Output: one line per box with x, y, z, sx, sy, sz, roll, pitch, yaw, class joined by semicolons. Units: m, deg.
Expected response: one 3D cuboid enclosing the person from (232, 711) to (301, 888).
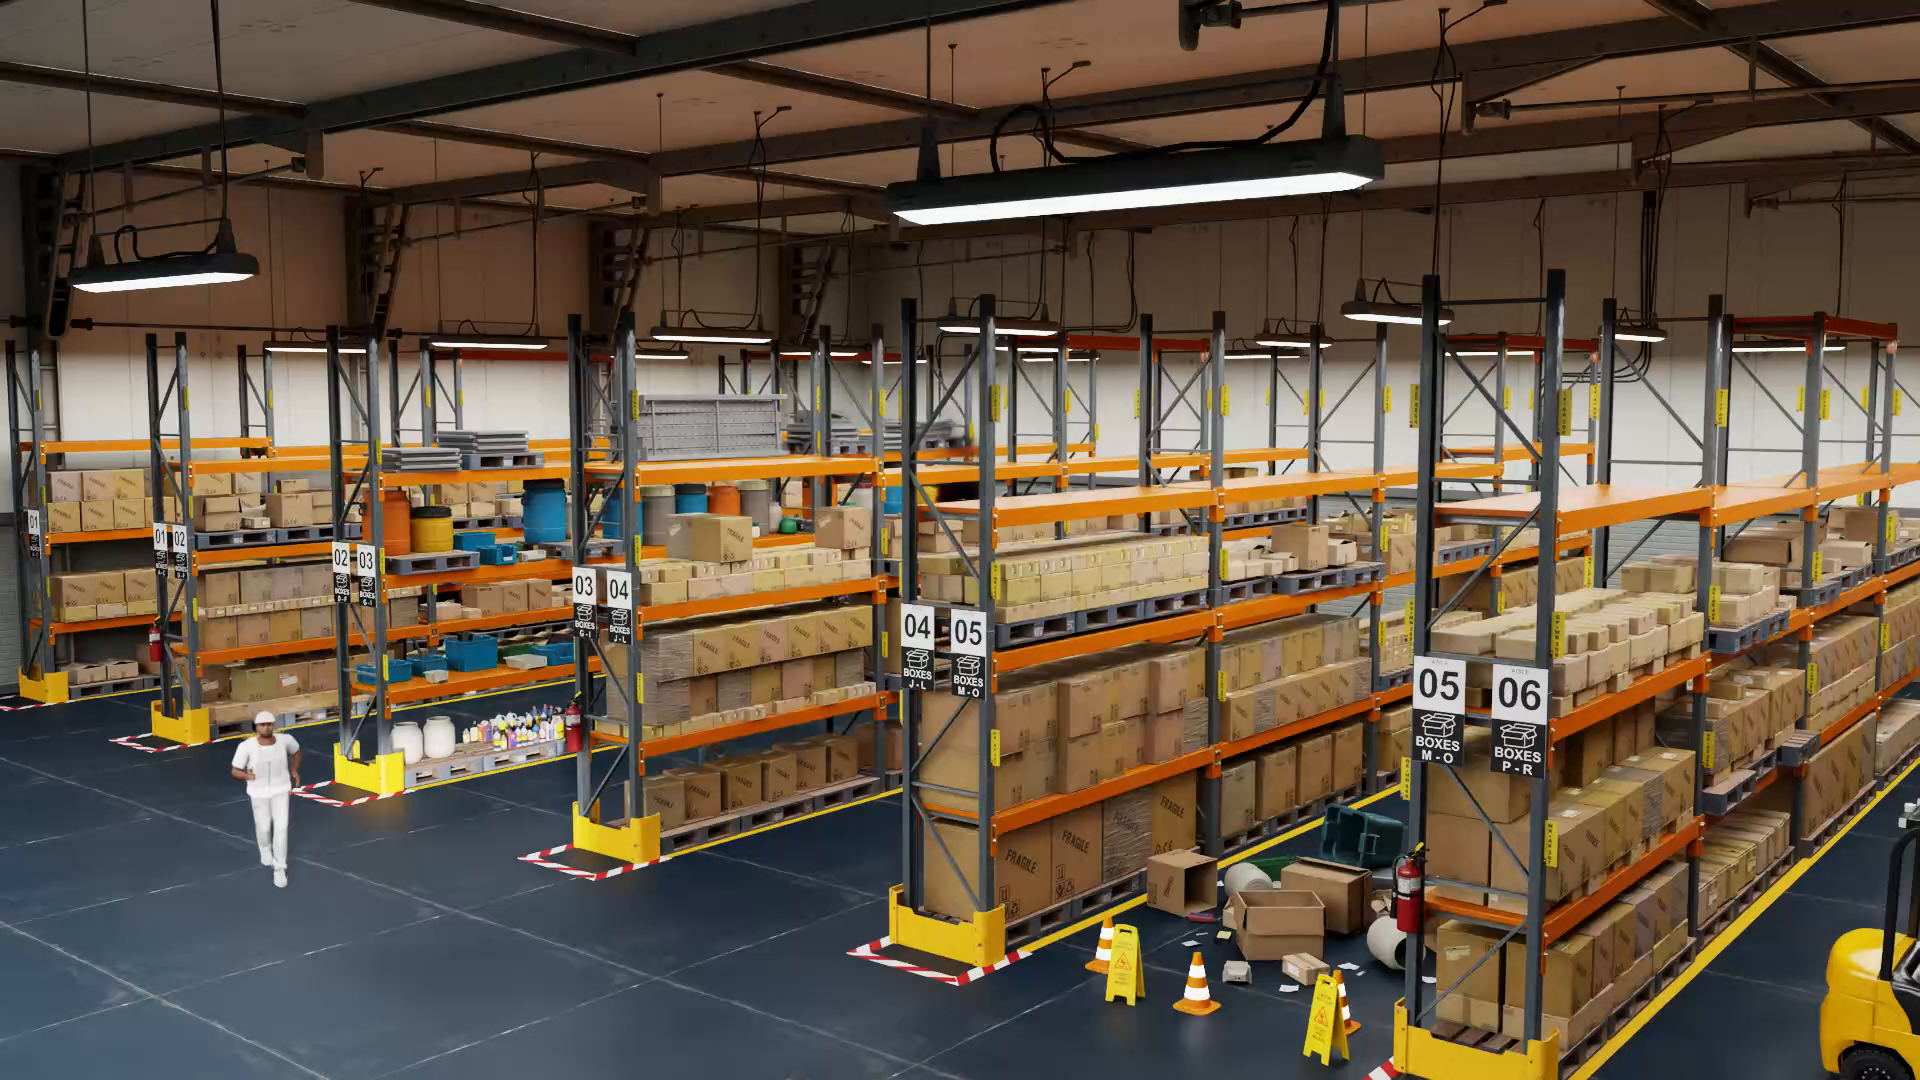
-7.319;2.689;17.593;0.694;1.788;0.957;-2;6;-25;person

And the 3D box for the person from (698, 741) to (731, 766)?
-3.254;2.229;21.652;0.681;1.755;0.948;3;6;31;person
